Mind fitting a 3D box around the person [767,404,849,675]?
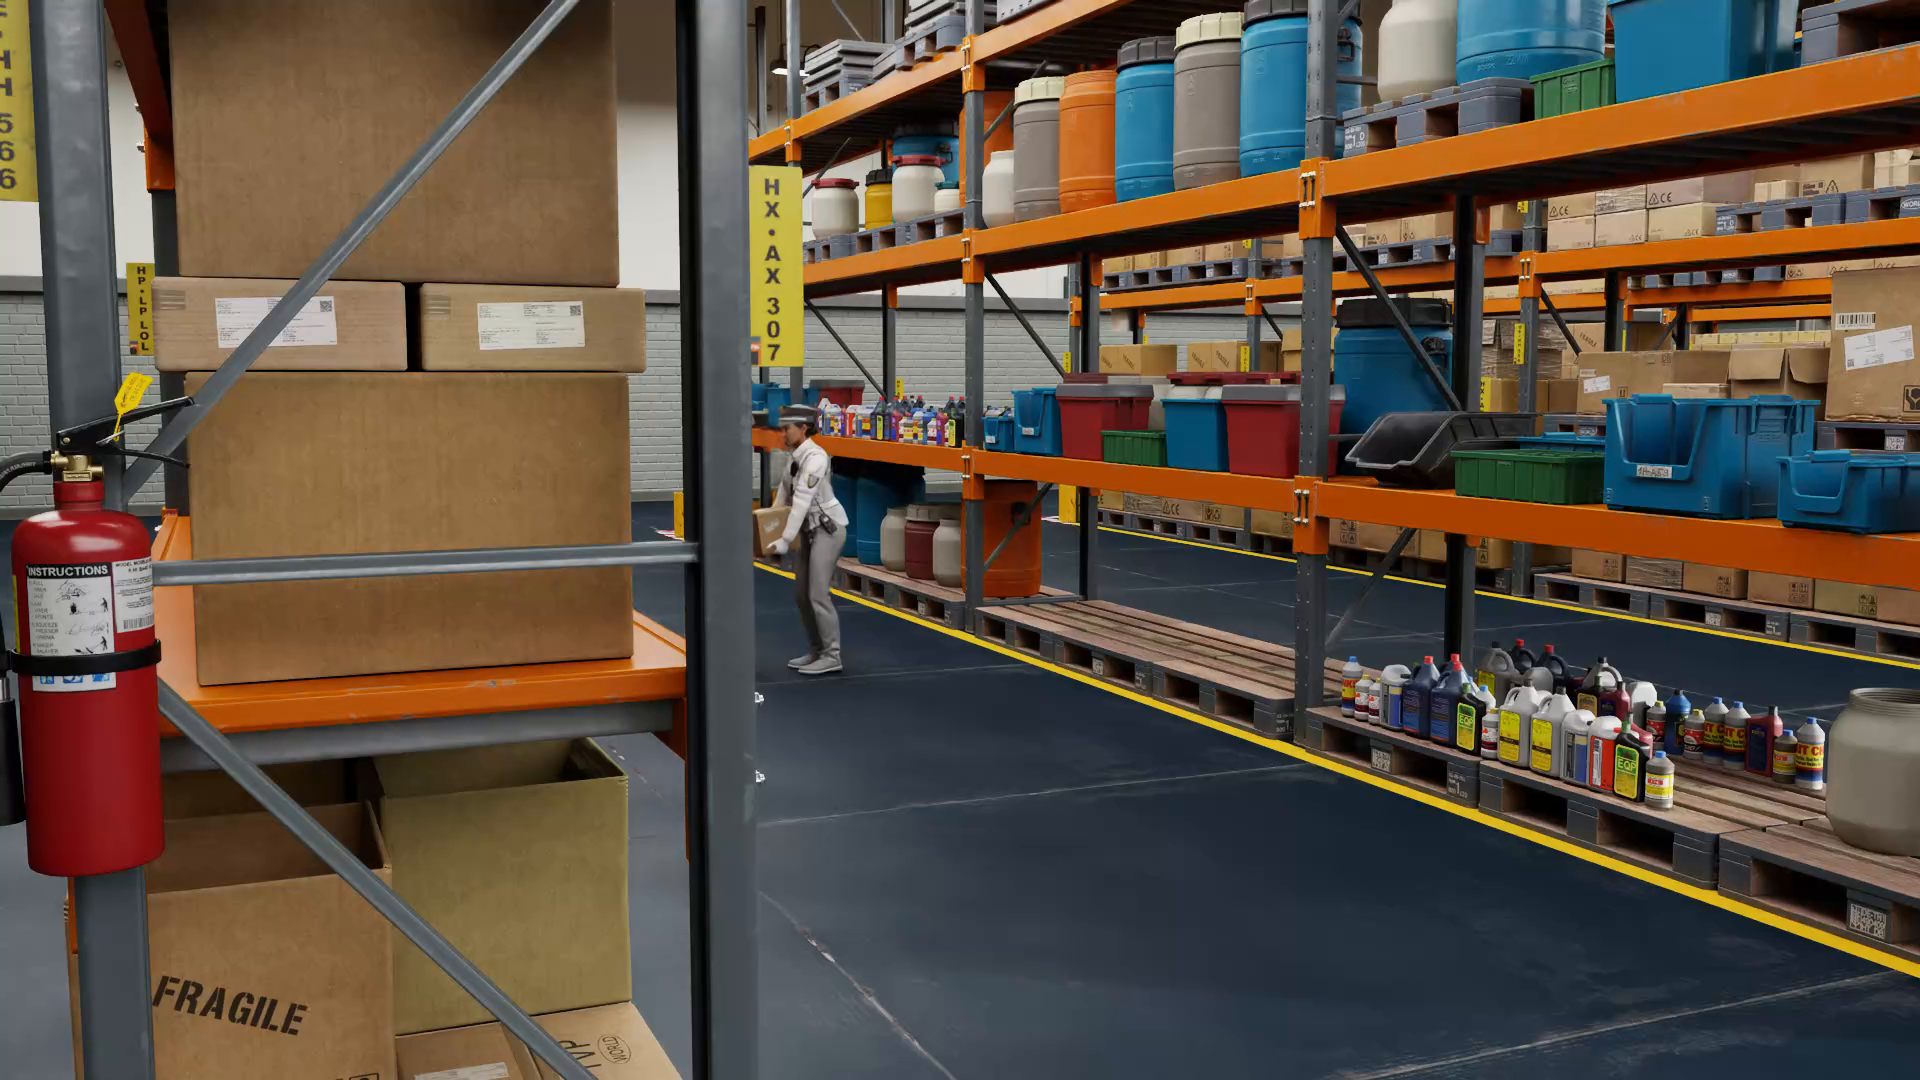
[{"bbox_3d":[-0.958,-0.006,10.195,0.549,1.648,0.414,-3,6,-25],"label":"person"}]
